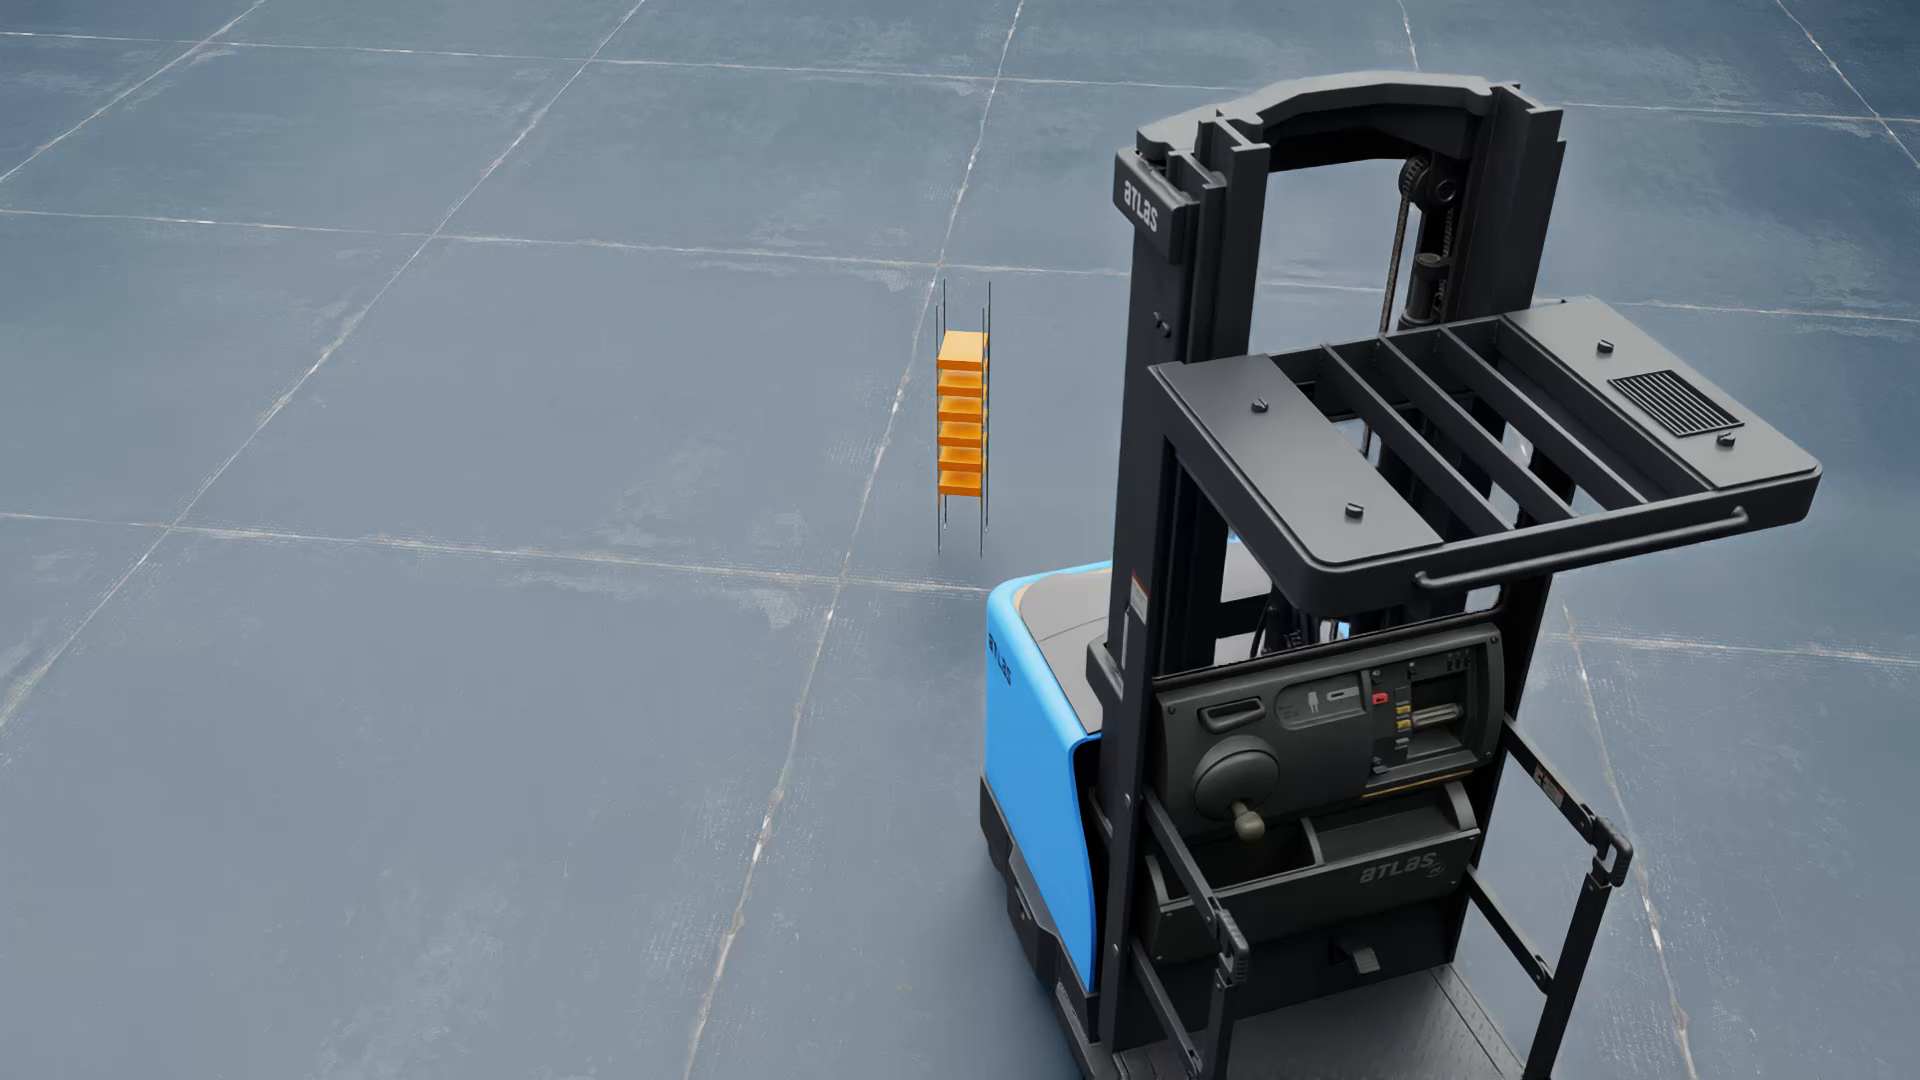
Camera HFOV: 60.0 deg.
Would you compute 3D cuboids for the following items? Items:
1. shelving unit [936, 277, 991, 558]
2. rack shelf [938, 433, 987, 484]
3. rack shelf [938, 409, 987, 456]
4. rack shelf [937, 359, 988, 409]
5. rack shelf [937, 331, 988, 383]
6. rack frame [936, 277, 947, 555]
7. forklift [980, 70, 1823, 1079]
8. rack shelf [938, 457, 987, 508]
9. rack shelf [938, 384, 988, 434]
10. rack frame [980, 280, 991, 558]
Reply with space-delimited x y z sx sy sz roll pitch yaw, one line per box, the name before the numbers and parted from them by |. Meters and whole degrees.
shelving unit | 0.014 -0.487 6.900 0.189 1.200 0.258 4 36 6
rack shelf | 0.014 -0.353 6.995 0.180 0.103 0.258 4 36 6
rack shelf | 0.014 -0.451 6.926 0.180 0.103 0.258 4 36 6
rack shelf | 0.014 -0.646 6.786 0.180 0.103 0.258 4 36 6
rack shelf | 0.014 -0.744 6.717 0.180 0.103 0.258 4 36 6
rack frame | -0.076 -0.494 6.909 0.006 1.200 0.240 4 36 6
forklift | 0.999 0.546 3.962 1.130 2.935 3.031 -10 37 -14
rack shelf | 0.014 -0.256 7.065 0.180 0.103 0.258 4 36 6
rack shelf | 0.014 -0.549 6.856 0.180 0.103 0.258 4 36 6
rack frame | 0.105 -0.481 6.890 0.006 1.200 0.240 4 36 6
